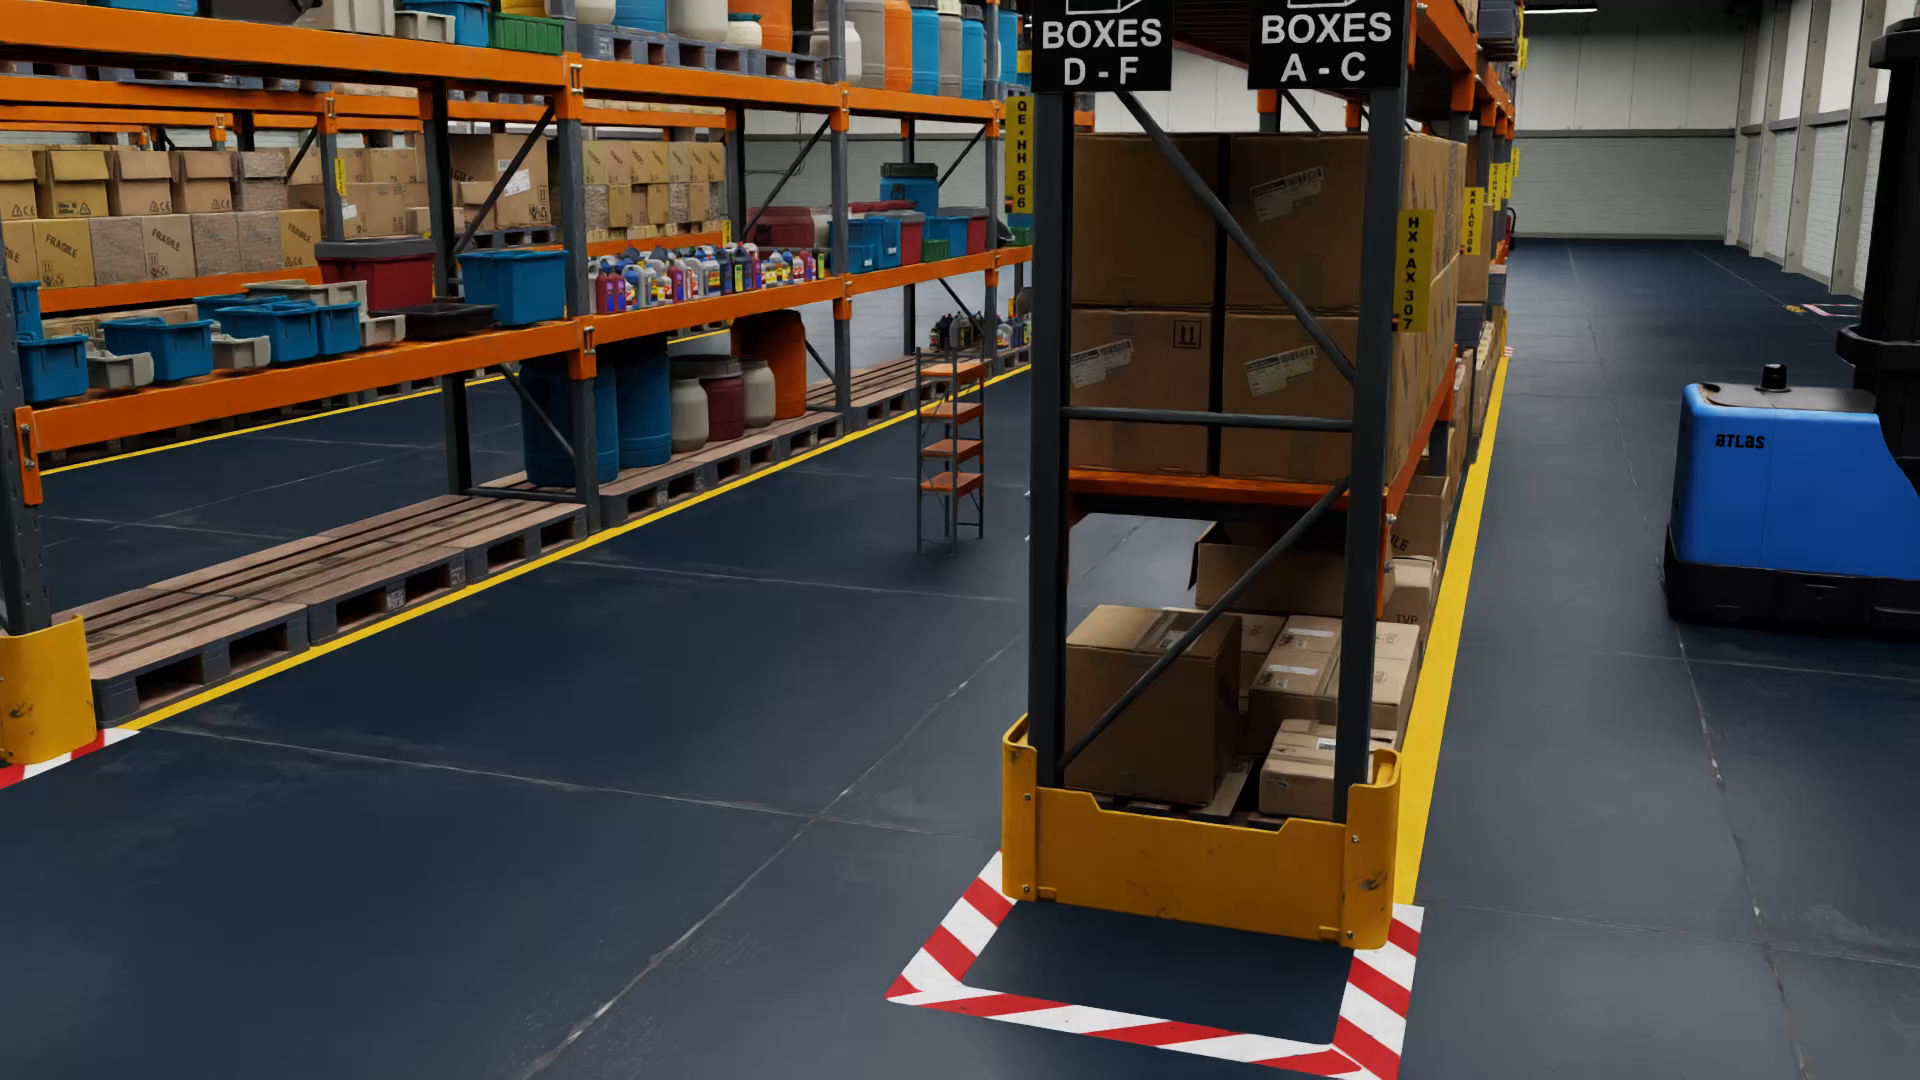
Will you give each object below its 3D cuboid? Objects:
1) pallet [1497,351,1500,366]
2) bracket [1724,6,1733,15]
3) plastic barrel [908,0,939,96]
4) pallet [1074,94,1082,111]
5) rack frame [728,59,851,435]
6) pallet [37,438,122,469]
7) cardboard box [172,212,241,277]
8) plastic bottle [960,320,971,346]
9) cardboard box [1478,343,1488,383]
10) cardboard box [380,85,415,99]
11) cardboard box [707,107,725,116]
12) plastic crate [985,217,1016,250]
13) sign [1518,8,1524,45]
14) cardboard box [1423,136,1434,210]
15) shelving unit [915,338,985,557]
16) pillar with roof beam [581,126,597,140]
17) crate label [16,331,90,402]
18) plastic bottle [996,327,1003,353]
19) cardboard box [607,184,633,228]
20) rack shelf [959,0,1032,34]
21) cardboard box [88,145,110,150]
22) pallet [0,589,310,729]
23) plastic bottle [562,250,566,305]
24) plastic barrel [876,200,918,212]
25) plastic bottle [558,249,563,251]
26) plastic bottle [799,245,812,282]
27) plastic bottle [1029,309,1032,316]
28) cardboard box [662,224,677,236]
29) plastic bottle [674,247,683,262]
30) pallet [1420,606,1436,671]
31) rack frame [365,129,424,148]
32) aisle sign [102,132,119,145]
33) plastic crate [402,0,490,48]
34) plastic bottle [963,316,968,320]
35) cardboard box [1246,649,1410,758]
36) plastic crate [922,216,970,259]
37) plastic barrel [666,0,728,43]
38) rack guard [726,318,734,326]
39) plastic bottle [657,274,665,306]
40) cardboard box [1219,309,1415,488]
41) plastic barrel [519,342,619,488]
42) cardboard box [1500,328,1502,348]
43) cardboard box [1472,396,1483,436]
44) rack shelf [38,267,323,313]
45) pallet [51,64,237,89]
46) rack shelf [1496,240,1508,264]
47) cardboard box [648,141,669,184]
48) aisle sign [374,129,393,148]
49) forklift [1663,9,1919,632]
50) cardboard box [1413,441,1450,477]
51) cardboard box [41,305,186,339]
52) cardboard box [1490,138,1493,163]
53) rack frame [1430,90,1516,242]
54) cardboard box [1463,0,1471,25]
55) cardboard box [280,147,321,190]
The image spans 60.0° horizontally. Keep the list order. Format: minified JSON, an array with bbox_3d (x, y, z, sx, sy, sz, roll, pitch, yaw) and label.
[{"bbox_3d":[5.665,-2.182,19.073,1.003,0.211,1.213,4,14,18],"label":"pallet"},{"bbox_3d":[21.425,-14.748,46.291,0.235,0.232,0.430,4,14,18],"label":"bracket"},{"bbox_3d":[-0.489,-4.529,15.223,0.600,0.901,0.708,4,14,18],"label":"plastic barrel"},{"bbox_3d":[0.827,-5.266,20.002,1.003,0.211,1.213,4,14,18],"label":"pallet"},{"bbox_3d":[-1.401,-2.378,13.667,1.000,3.000,0.127,4,14,18],"label":"rack frame"},{"bbox_3d":[-7.203,-0.701,12.585,1.003,0.211,1.213,4,14,18],"label":"pallet"},{"bbox_3d":[-6.345,-2.448,13.747,0.500,0.500,0.500,4,13,17],"label":"cardboard box"},{"bbox_3d":[0.039,-2.299,18.450,0.152,0.276,0.135,4,14,18],"label":"plastic bottle"},{"bbox_3d":[4.061,-1.466,13.645,0.500,0.311,0.500,4,13,17],"label":"cardboard box"},{"bbox_3d":[-5.528,-4.313,15.739,0.500,0.250,0.500,5,14,20],"label":"cardboard box"},{"bbox_3d":[-3.415,-5.689,21.767,0.500,0.250,0.500,5,14,20],"label":"cardboard box"},{"bbox_3d":[0.183,-3.291,17.807,0.767,0.338,0.504,4,14,18],"label":"plastic crate"},{"bbox_3d":[5.095,-4.694,15.203,0.100,0.325,0.005,4,14,18],"label":"sign"},{"bbox_3d":[1.251,-1.058,5.410,0.500,0.500,0.500,5,14,19],"label":"cardboard box"},{"bbox_3d":[-0.054,-0.550,9.702,0.258,1.200,0.503,4,14,18],"label":"shelving unit"},{"bbox_3d":[-6.813,-13.076,47.054,9.100,9.000,0.548,4,14,18],"label":"pillar with roof beam"},{"bbox_3d":[-3.598,-0.670,6.423,0.416,0.233,0.303,4,14,18],"label":"crate label"},{"bbox_3d":[0.411,-2.140,17.767,0.097,0.271,0.097,0,13,0],"label":"plastic bottle"},{"bbox_3d":[-4.394,-3.964,19.721,0.875,0.500,0.500,4,14,18],"label":"cardboard box"},{"bbox_3d":[0.540,-6.021,18.659,1.077,0.370,4.000,4,14,18],"label":"rack shelf"},{"bbox_3d":[-13.006,-5.585,24.575,0.700,0.500,0.500,4,14,19],"label":"cardboard box"},{"bbox_3d":[-3.686,0.495,7.346,1.003,0.211,1.213,4,14,18],"label":"pallet"},{"bbox_3d":[-2.571,-1.719,10.888,0.144,0.351,0.185,4,14,18],"label":"plastic bottle"},{"bbox_3d":[-0.624,-3.101,16.528,0.433,0.535,0.433,0,13,0],"label":"plastic barrel"},{"bbox_3d":[-2.648,-1.768,11.104,0.144,0.351,0.185,4,14,18],"label":"plastic bottle"},{"bbox_3d":[-1.203,-2.157,12.959,0.061,0.283,0.133,4,14,18],"label":"plastic bottle"},{"bbox_3d":[0.806,-2.452,18.954,0.144,0.351,0.185,5,14,21],"label":"plastic bottle"},{"bbox_3d":[-3.782,-3.899,20.892,0.380,0.149,0.250,4,14,18],"label":"cardboard box"},{"bbox_3d":[-2.158,-2.083,12.634,0.061,0.283,0.133,4,14,18],"label":"plastic bottle"},{"bbox_3d":[1.767,0.325,8.088,1.003,0.211,1.213,4,14,18],"label":"pallet"},{"bbox_3d":[-8.160,-4.798,24.267,1.000,3.000,0.127,4,14,18],"label":"rack frame"},{"bbox_3d":[-13.149,-6.436,25.601,0.394,0.787,0.004,4,14,18],"label":"aisle sign"},{"bbox_3d":[-2.688,-2.702,8.721,0.416,0.233,0.300,4,14,18],"label":"plastic crate"},{"bbox_3d":[0.052,-2.406,18.920,0.152,0.276,0.135,5,14,19],"label":"plastic bottle"},{"bbox_3d":[1.302,0.590,5.852,0.500,0.250,0.500,4,14,18],"label":"cardboard box"},{"bbox_3d":[-0.169,-2.958,16.243,0.392,0.384,0.575,4,14,18],"label":"plastic crate"},{"bbox_3d":[-1.832,-3.728,11.588,0.433,0.535,0.433,0,13,0],"label":"plastic barrel"},{"bbox_3d":[-3.524,-3.185,22.817,1.175,0.500,0.348,4,14,18],"label":"rack guard"},{"bbox_3d":[-1.972,-1.629,10.832,0.097,0.201,0.097,0,13,0],"label":"plastic bottle"},{"bbox_3d":[1.089,-0.460,5.036,0.500,0.500,0.500,5,14,20],"label":"cardboard box"},{"bbox_3d":[-2.503,-0.831,10.660,0.600,0.901,0.708,4,14,18],"label":"plastic barrel"},{"bbox_3d":[5.669,-2.224,18.225,0.500,0.250,0.500,4,14,18],"label":"cardboard box"},{"bbox_3d":[3.732,-0.974,12.751,0.500,0.250,0.500,4,14,18],"label":"cardboard box"},{"bbox_3d":[-6.735,-1.963,13.465,1.077,0.370,4.000,4,14,18],"label":"rack shelf"},{"bbox_3d":[-6.605,-3.730,13.273,1.003,0.211,1.213,5,14,21],"label":"pallet"},{"bbox_3d":[5.226,-2.933,17.716,1.077,0.370,4.000,4,14,18],"label":"rack shelf"},{"bbox_3d":[-3.933,-4.651,20.486,0.500,0.500,0.500,4,14,18],"label":"cardboard box"},{"bbox_3d":[-8.421,-6.102,24.138,0.394,0.787,0.004,4,14,18],"label":"aisle sign"},{"bbox_3d":[5.097,-1.010,7.828,3.031,2.935,1.130,5,14,20],"label":"forklift"},{"bbox_3d":[2.378,-0.259,9.010,0.500,0.500,0.500,4,13,16],"label":"cardboard box"},{"bbox_3d":[-6.905,-1.386,13.150,1.225,0.875,0.875,4,13,16],"label":"cardboard box"},{"bbox_3d":[5.204,-3.955,17.436,0.700,0.500,0.500,4,14,18],"label":"cardboard box"},{"bbox_3d":[5.873,-3.705,19.481,1.000,3.000,0.127,4,14,18],"label":"rack frame"},{"bbox_3d":[1.913,-2.342,7.104,0.500,0.250,0.500,4,14,18],"label":"cardboard box"},{"bbox_3d":[-8.929,-4.858,21.769,0.875,0.550,0.550,4,14,18],"label":"cardboard box"}]
